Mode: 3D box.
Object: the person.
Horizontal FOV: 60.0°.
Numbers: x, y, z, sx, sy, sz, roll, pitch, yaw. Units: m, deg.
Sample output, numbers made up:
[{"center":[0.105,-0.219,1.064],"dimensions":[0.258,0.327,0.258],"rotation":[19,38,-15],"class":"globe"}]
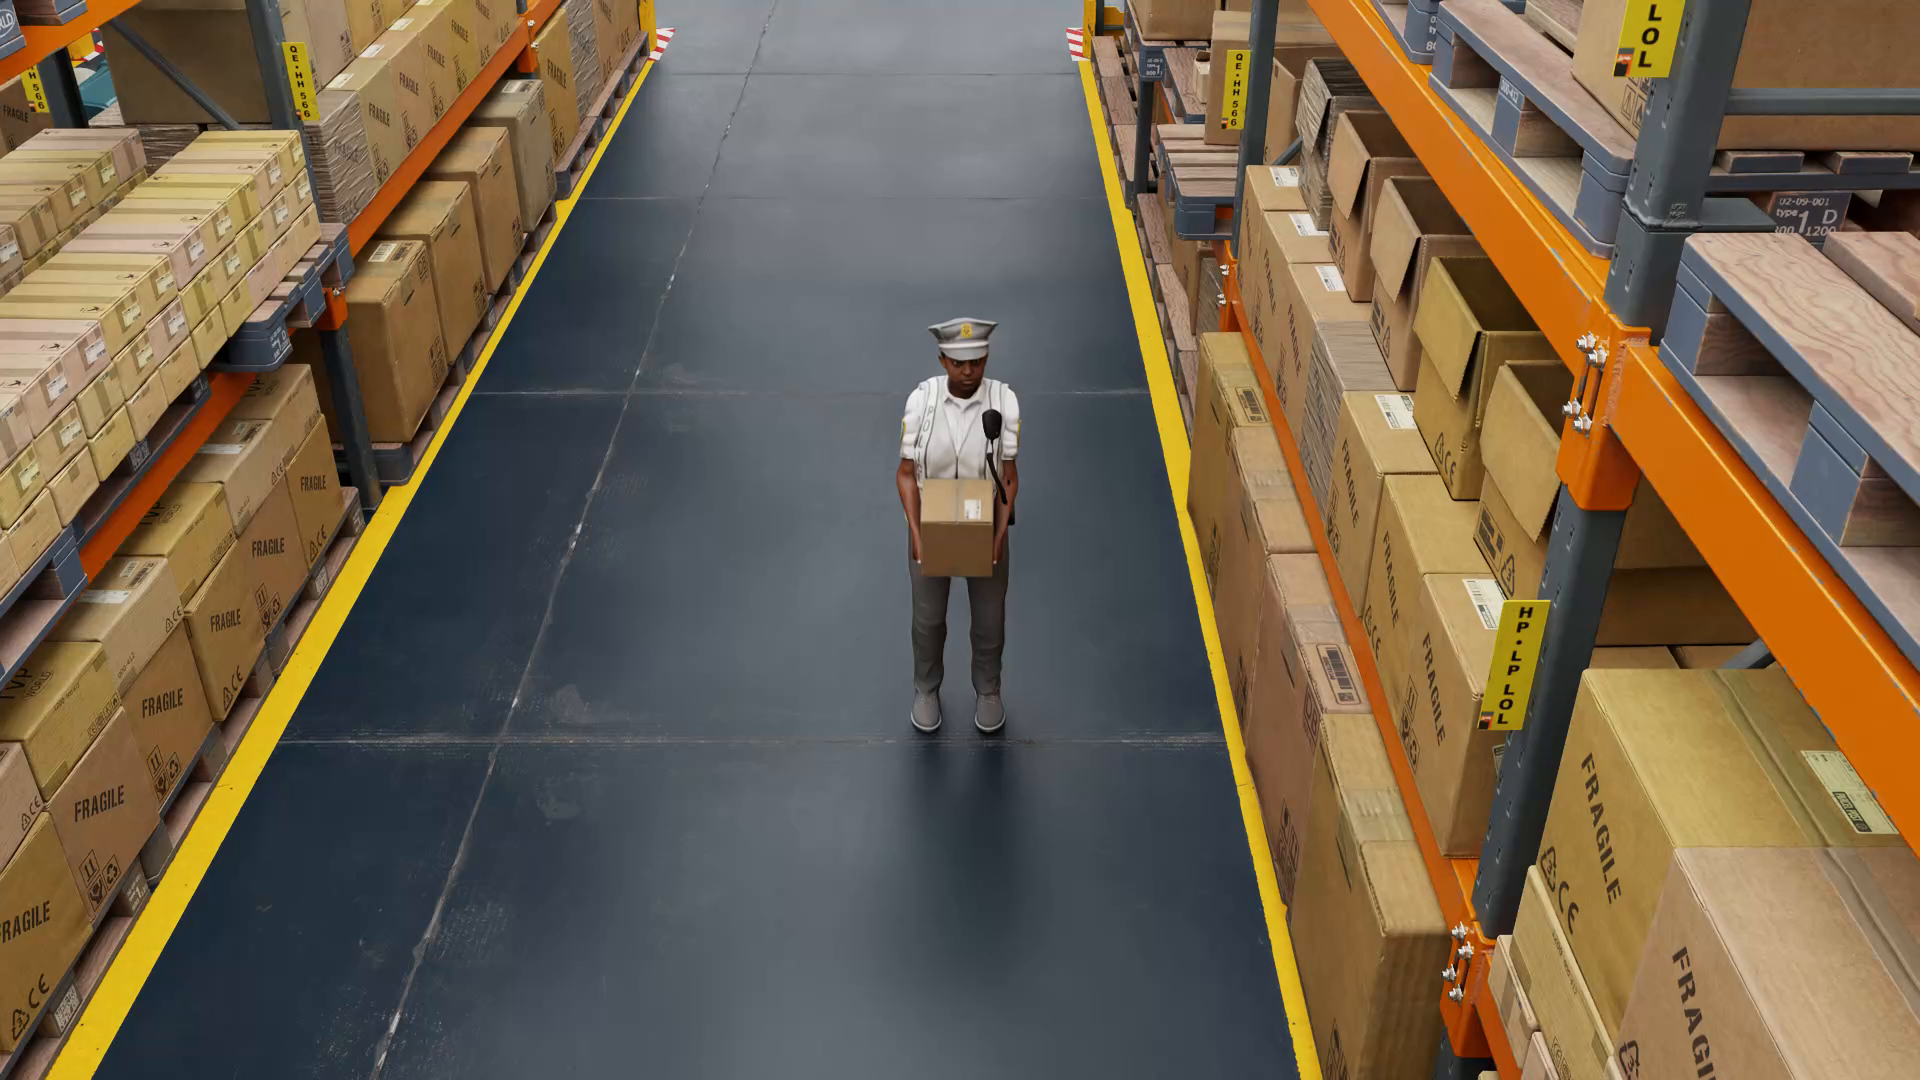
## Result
[{"center":[-0.007,-0.010,6.130],"dimensions":[0.451,1.688,0.525],"rotation":[0,32,1],"class":"person"}]
